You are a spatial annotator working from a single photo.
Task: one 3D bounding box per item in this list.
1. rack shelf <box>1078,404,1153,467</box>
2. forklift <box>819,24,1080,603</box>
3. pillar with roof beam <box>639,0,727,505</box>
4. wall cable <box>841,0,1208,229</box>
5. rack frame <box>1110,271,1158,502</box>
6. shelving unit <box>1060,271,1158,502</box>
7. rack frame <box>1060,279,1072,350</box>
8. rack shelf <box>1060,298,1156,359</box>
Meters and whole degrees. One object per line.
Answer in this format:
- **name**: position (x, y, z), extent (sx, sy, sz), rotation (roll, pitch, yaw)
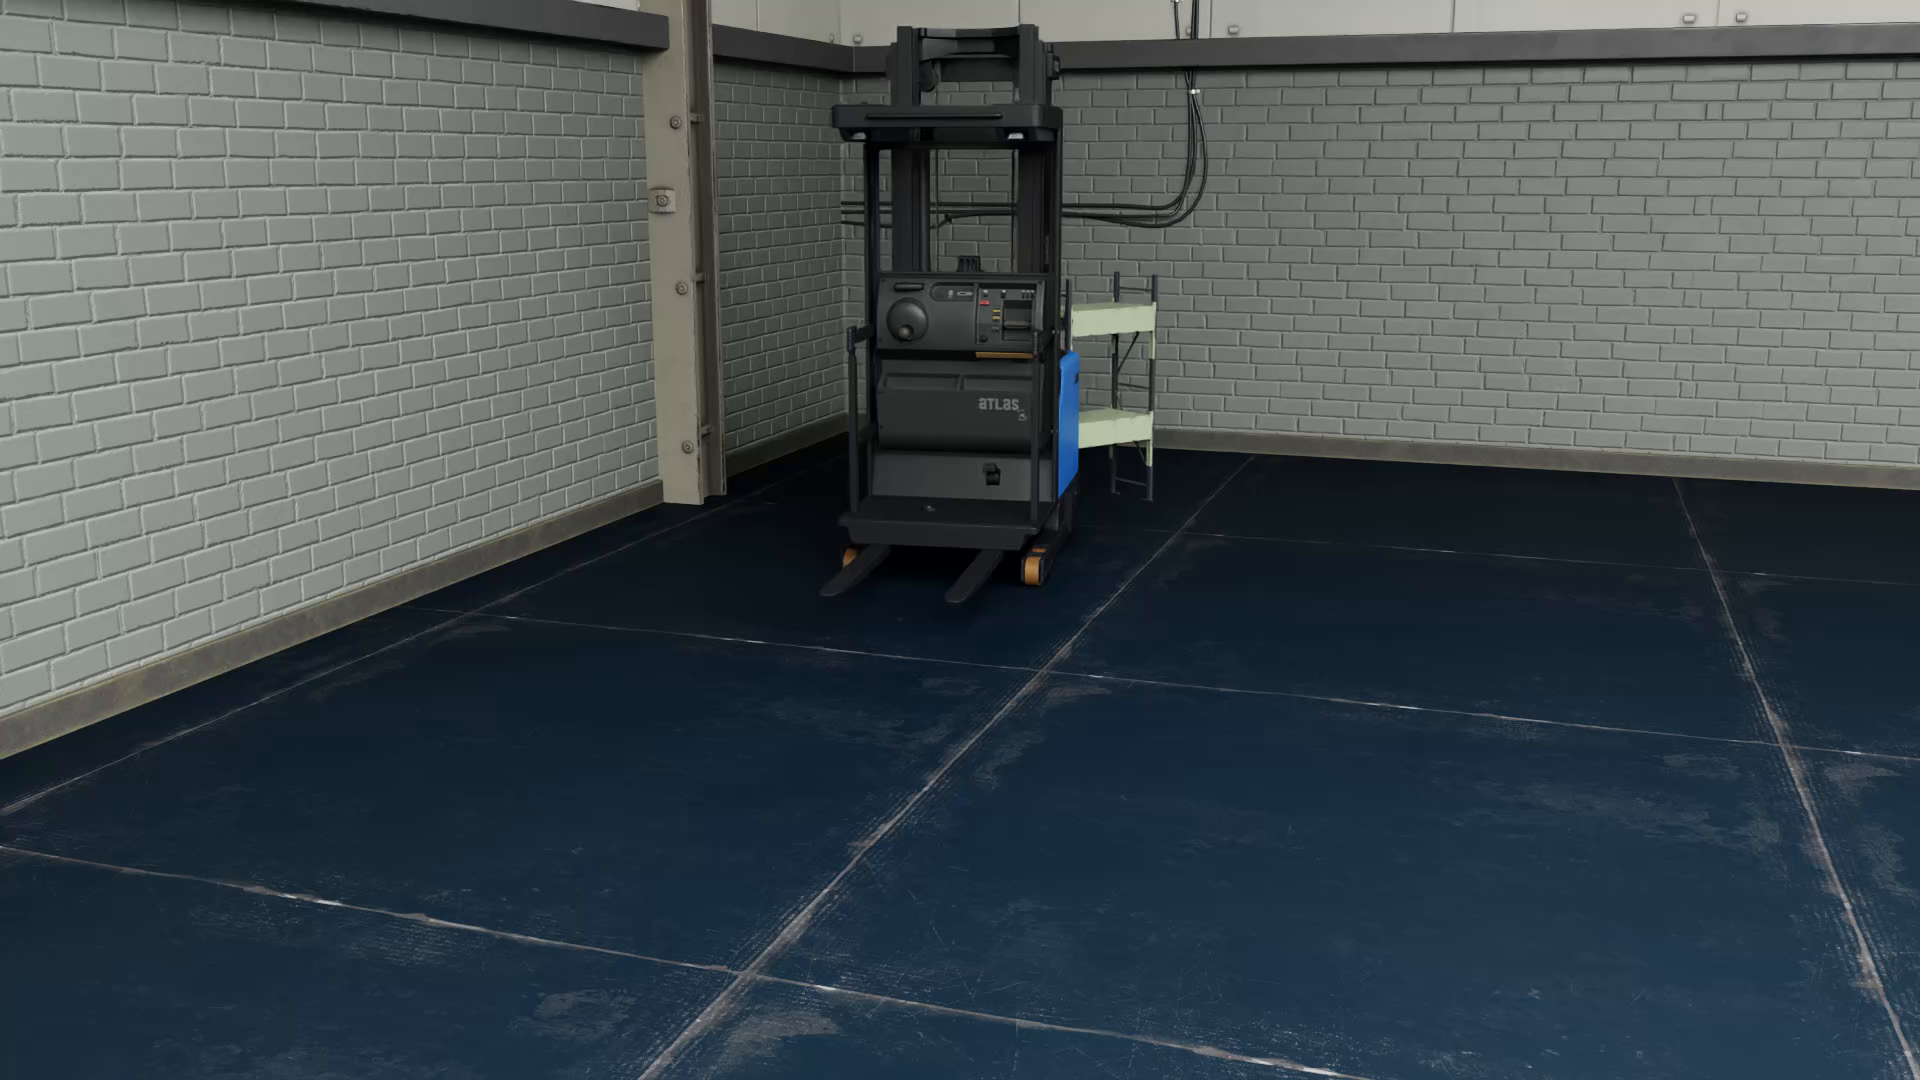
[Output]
- **rack shelf**: position (0.863, -0.658, 10.966), extent (0.720, 0.370, 0.431), rotation (-9, 16, -36)
- **forklift**: position (-0.037, -1.268, 8.958), extent (1.130, 2.935, 3.031), rotation (3, 13, 11)
- **pillar with roof beam**: position (2.272, -4.363, 8.881), extent (9.100, 9.000, 0.400), rotation (4, 14, 18)
- **wall cable**: position (0.403, -3.684, 12.885), extent (3.097, 2.526, 0.112), rotation (4, 14, 18)
- **rack frame**: position (1.157, -1.025, 11.107), extent (0.023, 1.500, 0.400), rotation (-9, 16, -36)
- **shelving unit**: position (0.863, -0.976, 10.894), extent (0.755, 1.500, 0.431), rotation (-9, 16, -36)
- **rack frame**: position (0.570, -0.927, 10.680), extent (0.023, 1.500, 0.400), rotation (-9, 16, -36)
- **rack shelf**: position (0.863, -1.356, 10.807), extent (0.720, 0.370, 0.431), rotation (-9, 16, -36)
